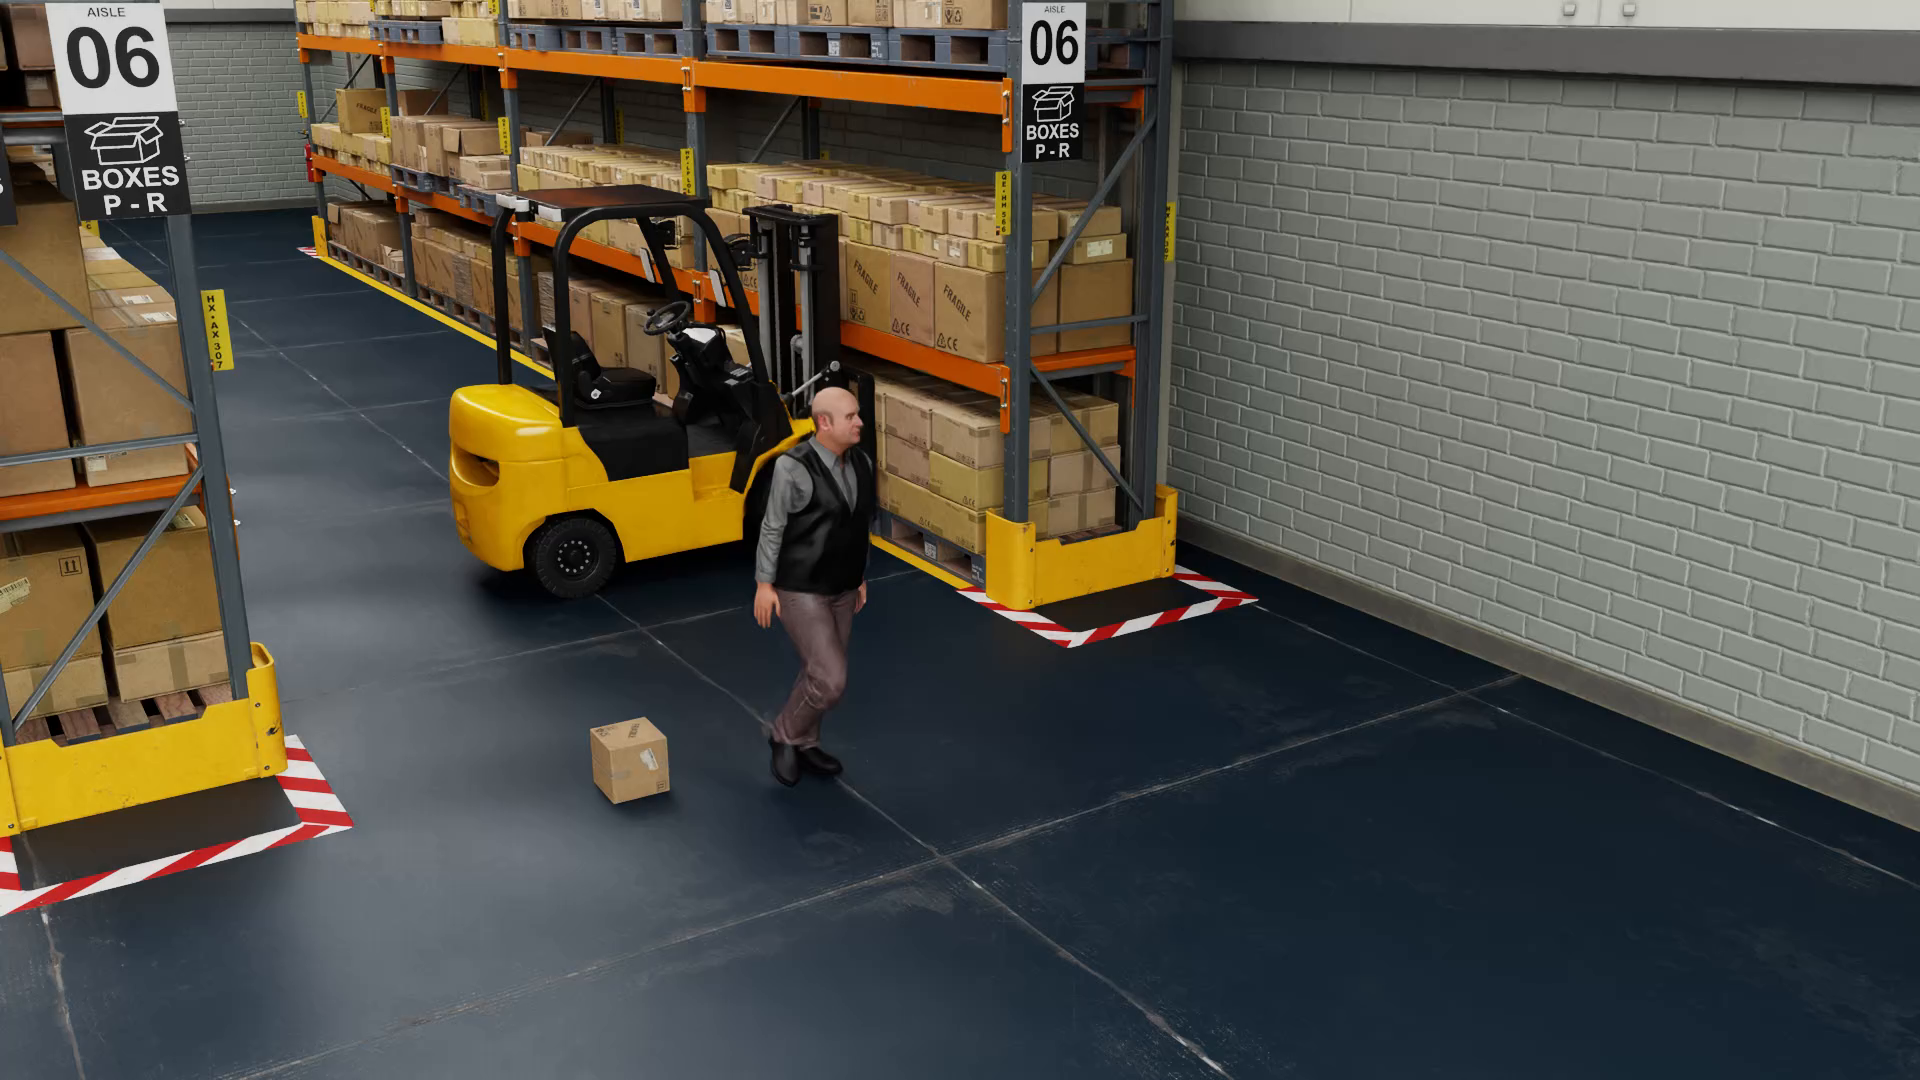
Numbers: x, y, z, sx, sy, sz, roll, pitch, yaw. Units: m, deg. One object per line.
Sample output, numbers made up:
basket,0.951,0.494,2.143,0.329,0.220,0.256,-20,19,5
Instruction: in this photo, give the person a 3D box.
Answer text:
person,-0.580,0.194,6.944,0.492,1.707,0.567,13,22,34
